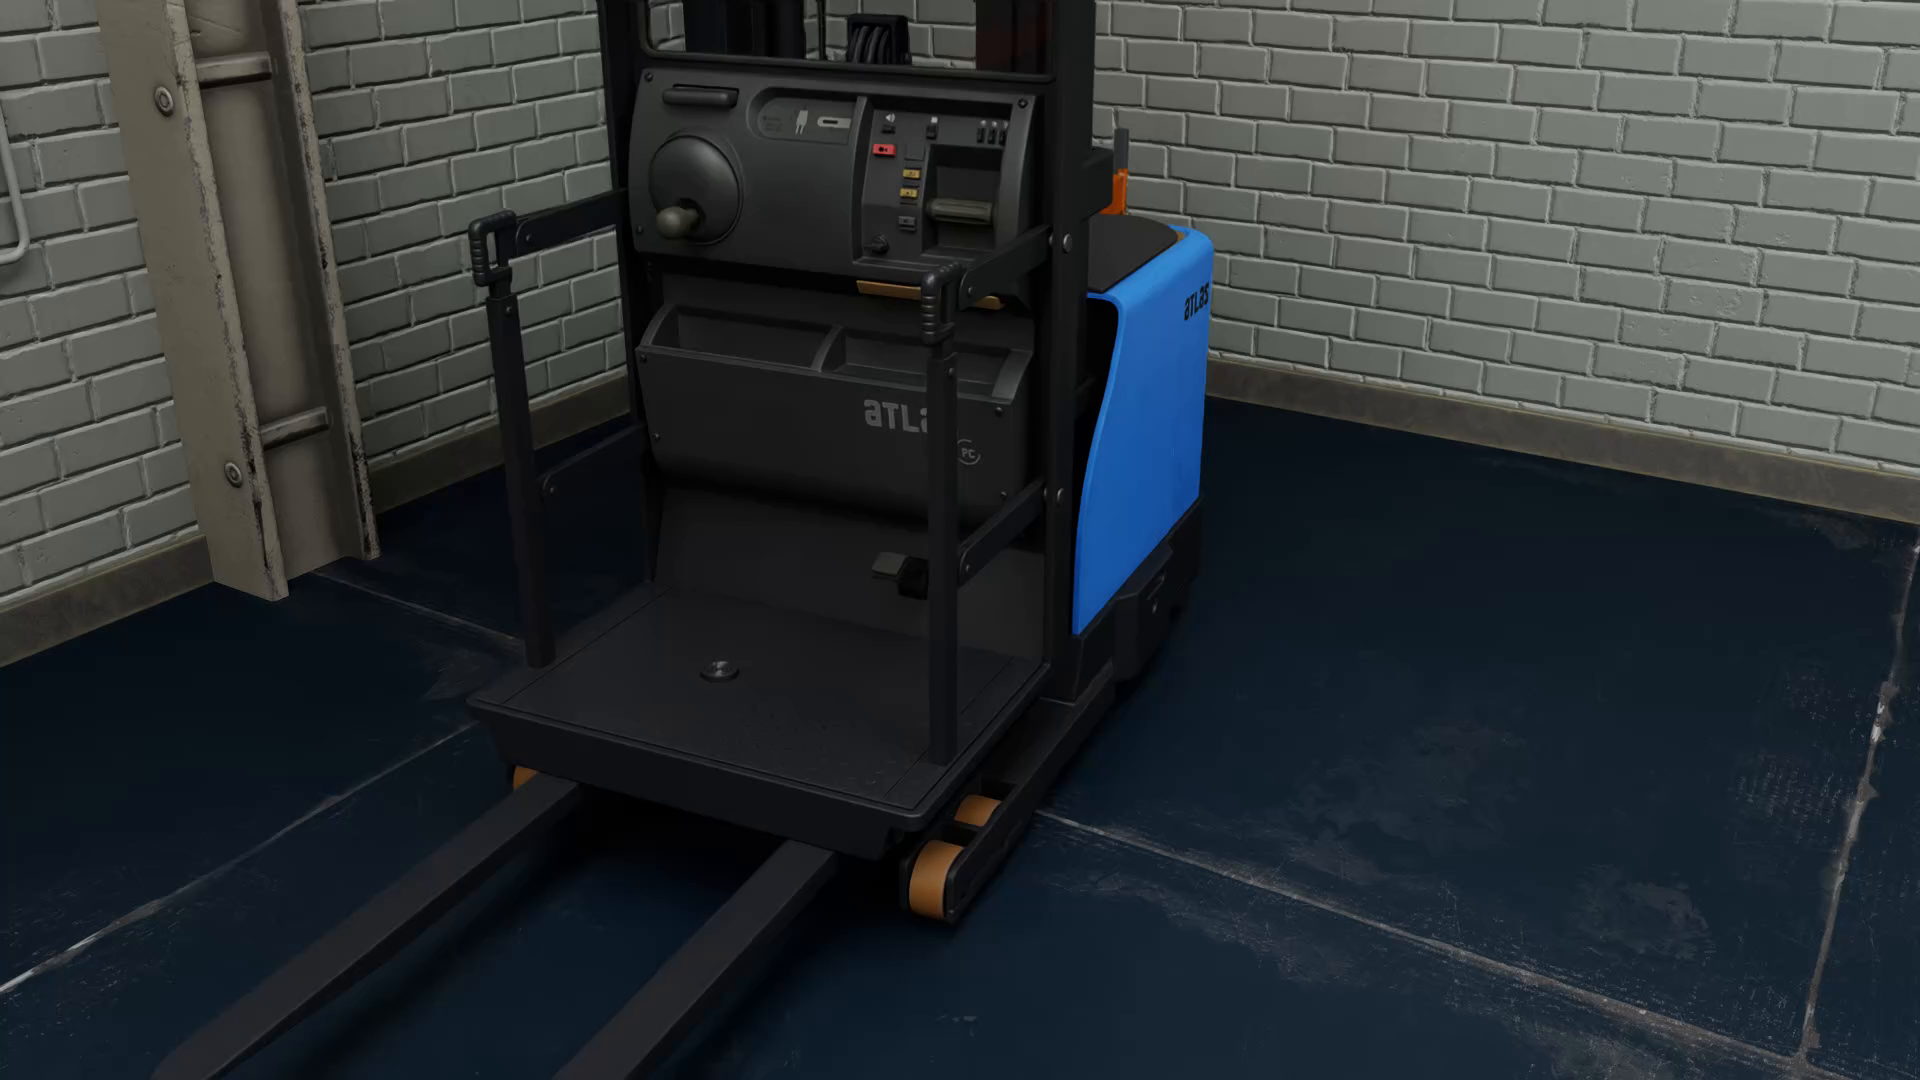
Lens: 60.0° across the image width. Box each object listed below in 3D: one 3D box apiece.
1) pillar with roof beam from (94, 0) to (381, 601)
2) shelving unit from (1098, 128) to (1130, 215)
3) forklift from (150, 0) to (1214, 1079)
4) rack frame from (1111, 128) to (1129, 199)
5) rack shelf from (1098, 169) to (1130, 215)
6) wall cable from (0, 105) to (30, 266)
[{"bbox_3d":[1.636,-3.147,1.193,9.100,9.000,0.400,14,27,29],"label":"pillar with roof beam"},{"bbox_3d":[0.144,-0.725,5.509,0.538,1.125,1.048,9,25,20],"label":"shelving unit"},{"bbox_3d":[-0.373,-0.753,3.301,1.130,2.935,3.031,10,25,22],"label":"forklift"},{"bbox_3d":[0.338,-0.912,5.940,0.500,1.125,0.032,9,25,20],"label":"rack frame"},{"bbox_3d":[0.144,-0.994,5.393,0.538,0.278,1.000,9,25,20],"label":"rack shelf"},{"bbox_3d":[-2.839,-1.301,3.200,0.084,1.984,1.851,14,27,29],"label":"wall cable"}]
